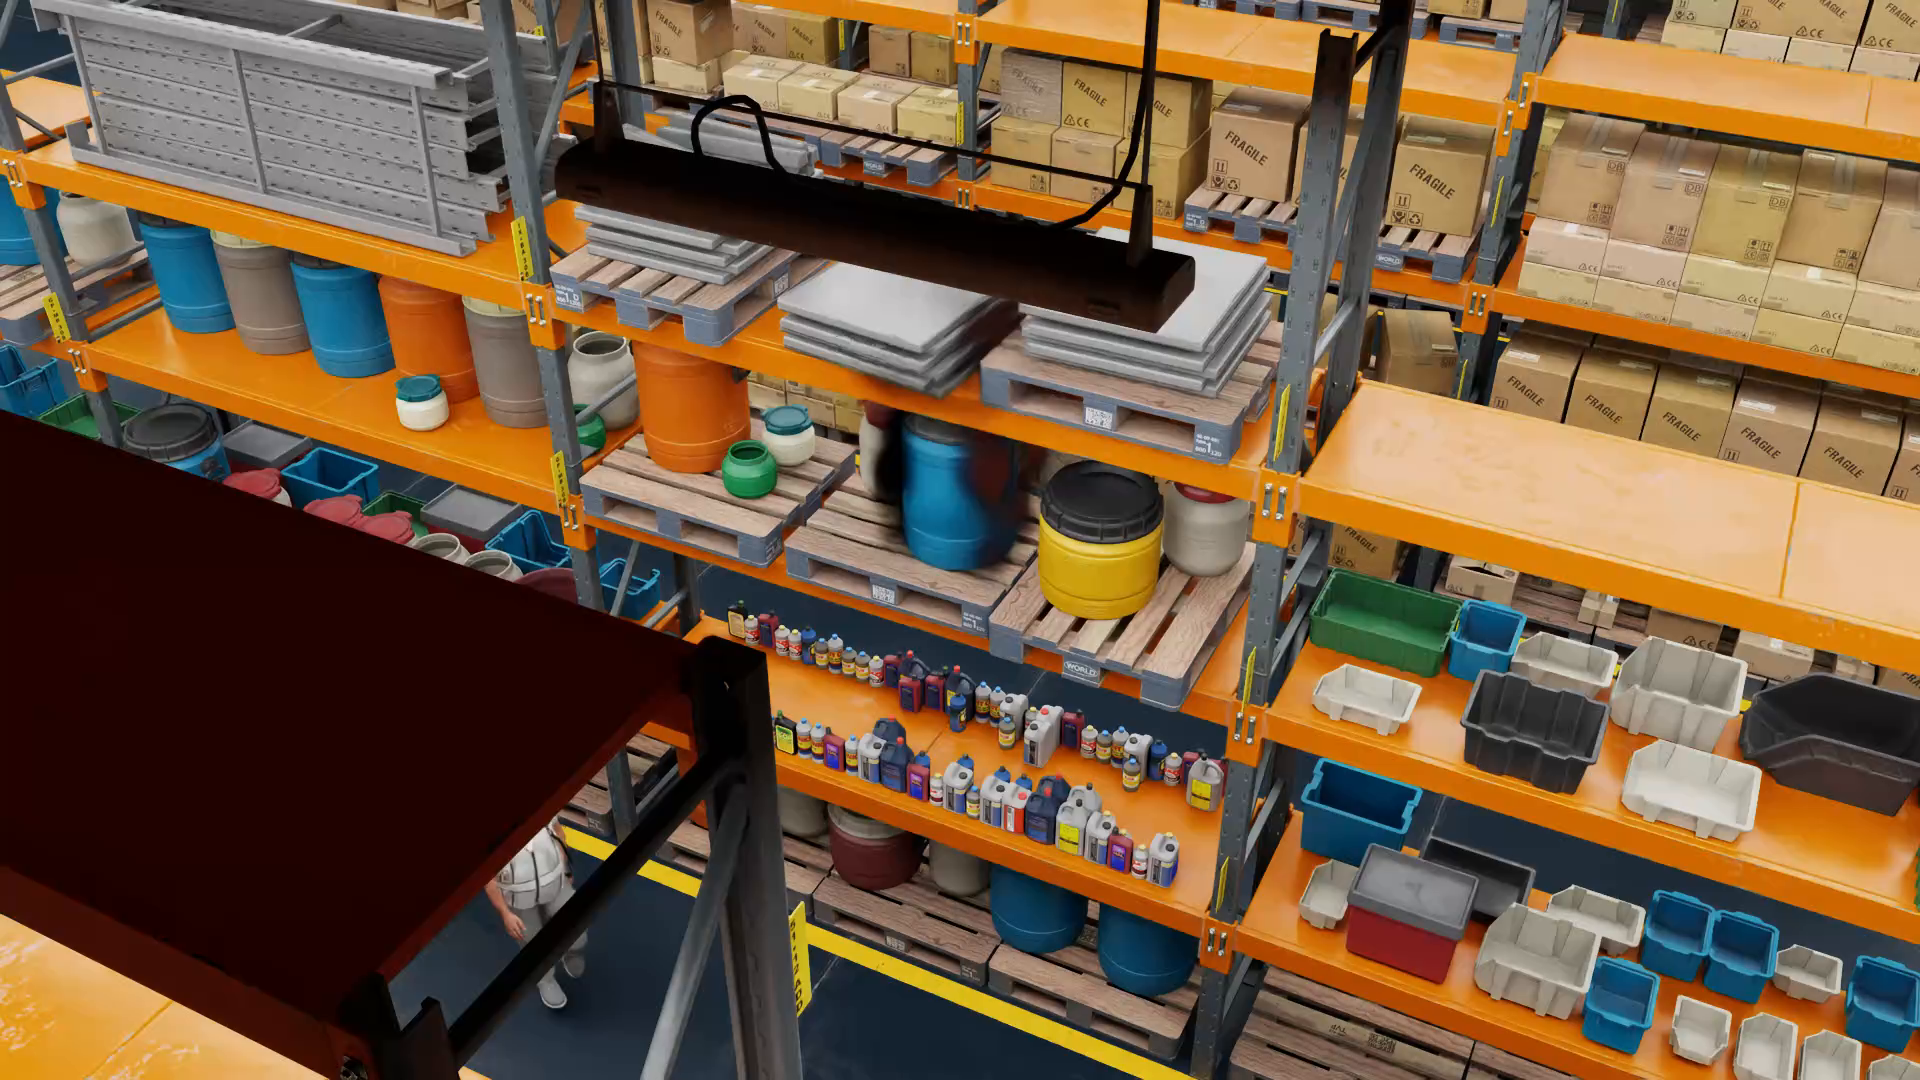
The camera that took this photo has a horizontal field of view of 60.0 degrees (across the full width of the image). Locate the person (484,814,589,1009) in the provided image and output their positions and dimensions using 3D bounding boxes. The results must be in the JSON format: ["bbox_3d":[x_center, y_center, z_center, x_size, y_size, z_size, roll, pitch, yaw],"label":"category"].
[{"bbox_3d":[-2.455,1.984,9.472,0.536,1.780,0.501,-13,37,-17],"label":"person"}]
